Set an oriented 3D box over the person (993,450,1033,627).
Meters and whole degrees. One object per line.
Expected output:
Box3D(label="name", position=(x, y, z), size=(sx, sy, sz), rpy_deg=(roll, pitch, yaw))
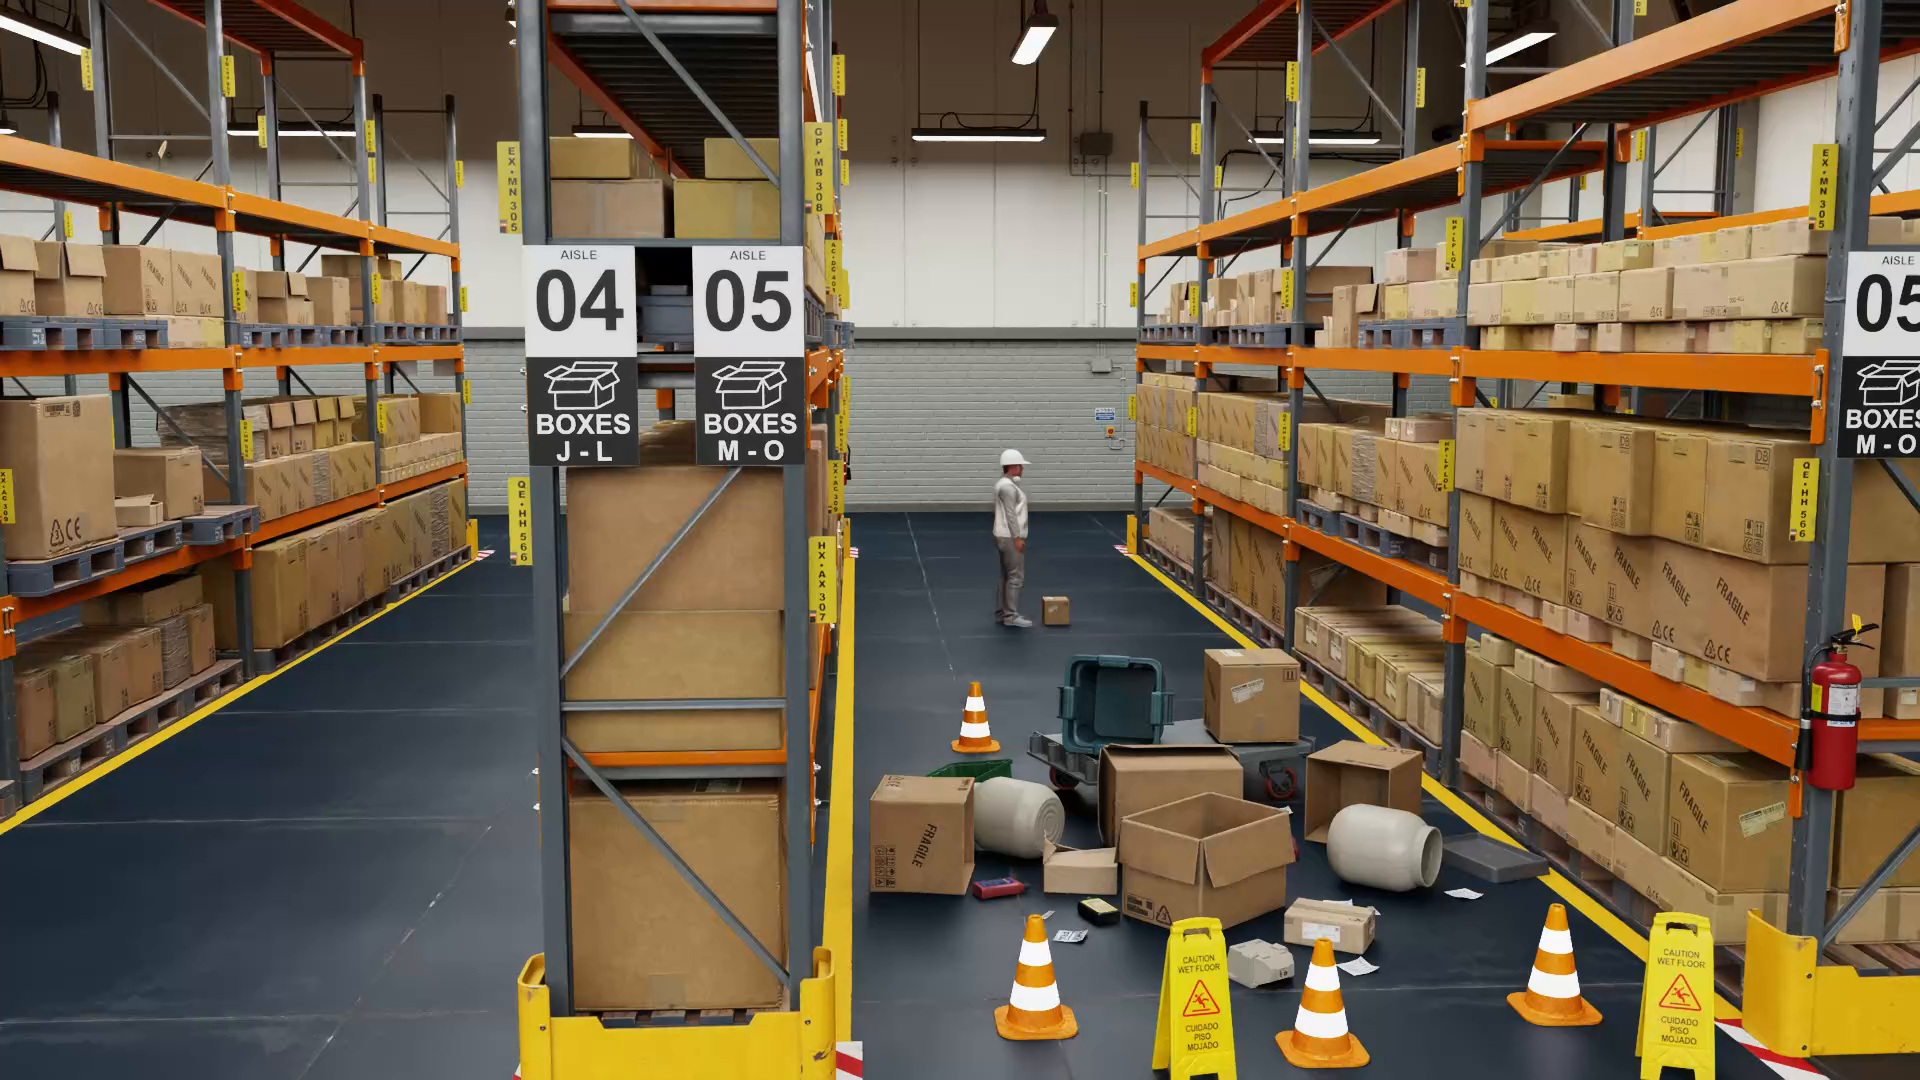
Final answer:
Box3D(label="person", position=(0.532, -0.030, 16.873), size=(0.392, 1.778, 0.536), rpy_deg=(0, 7, -3))
